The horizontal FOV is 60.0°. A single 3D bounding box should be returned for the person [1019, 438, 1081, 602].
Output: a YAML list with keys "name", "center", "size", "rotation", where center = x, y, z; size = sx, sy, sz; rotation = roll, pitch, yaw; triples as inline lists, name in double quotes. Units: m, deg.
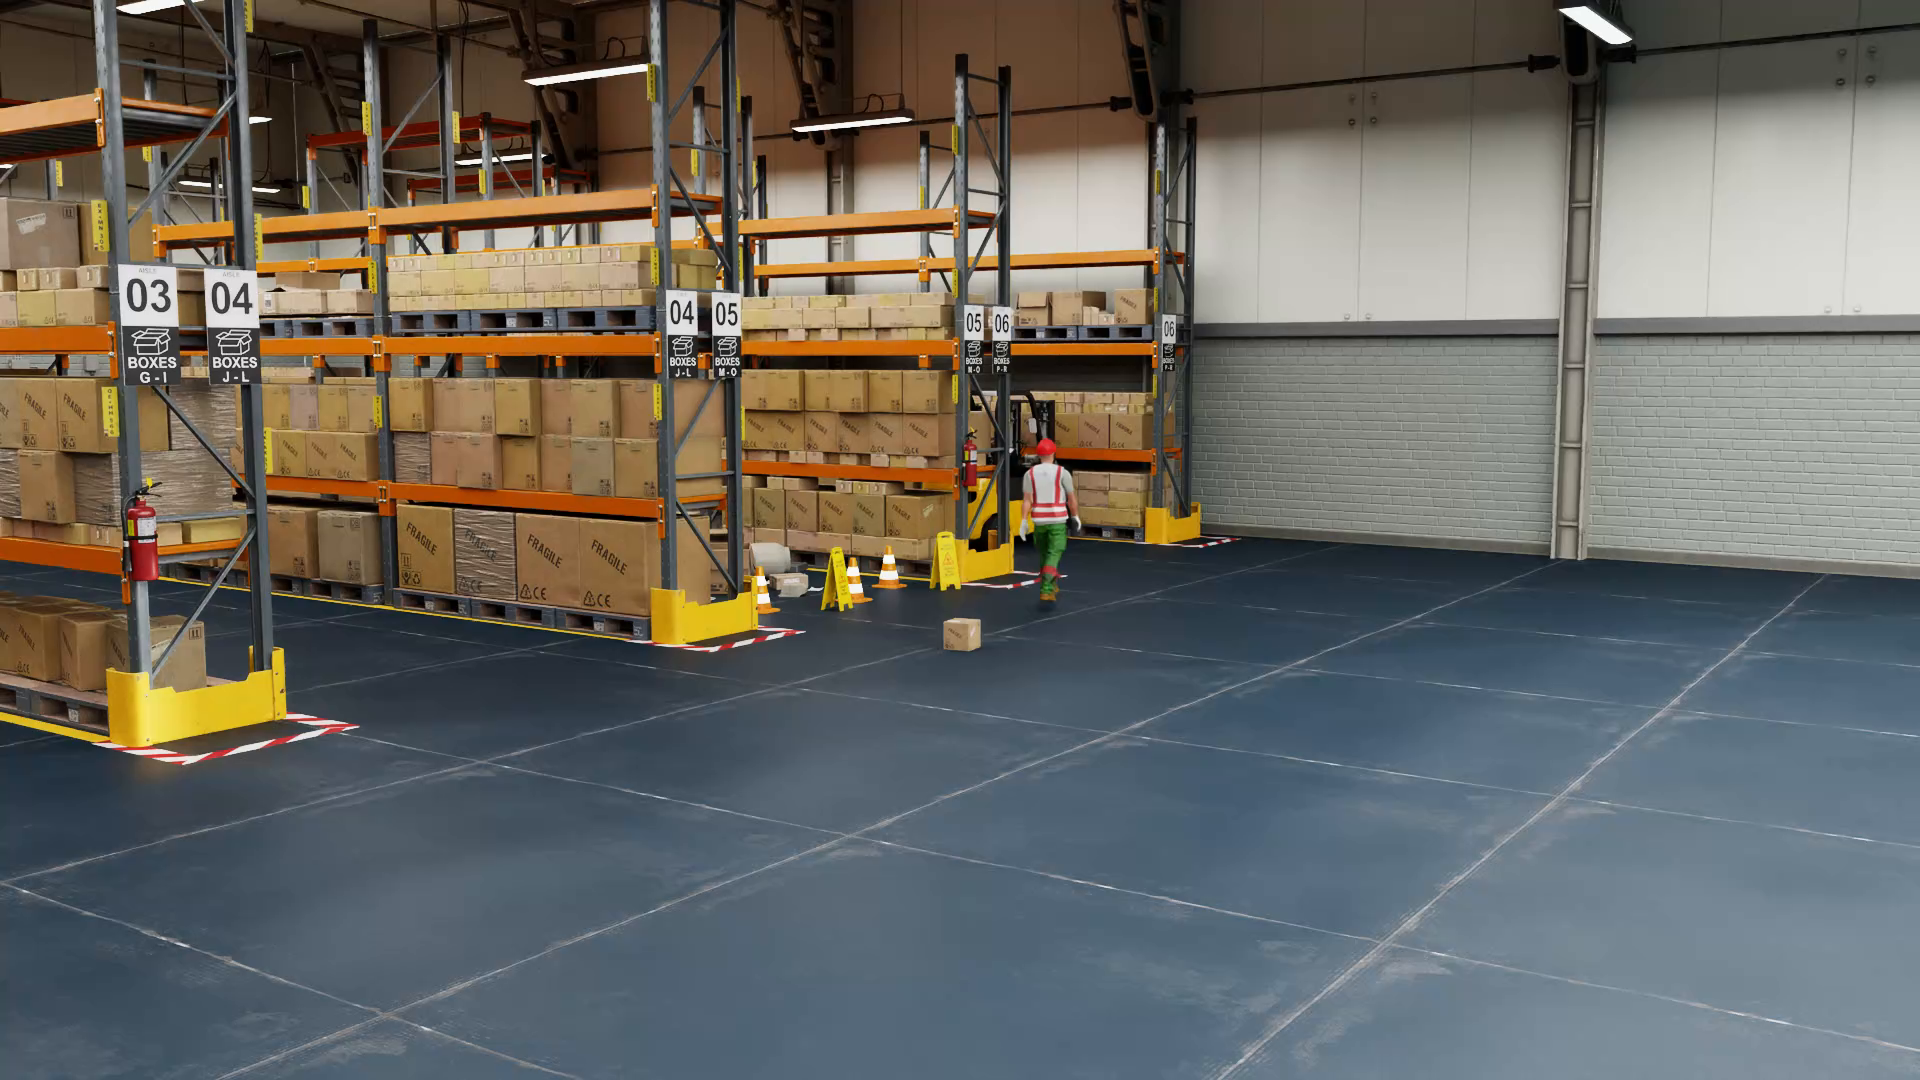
- name: "person"
  center: [0.964, -0.206, 17.567]
  size: [0.567, 1.745, 1.061]
  rotation: [2, 7, 21]
